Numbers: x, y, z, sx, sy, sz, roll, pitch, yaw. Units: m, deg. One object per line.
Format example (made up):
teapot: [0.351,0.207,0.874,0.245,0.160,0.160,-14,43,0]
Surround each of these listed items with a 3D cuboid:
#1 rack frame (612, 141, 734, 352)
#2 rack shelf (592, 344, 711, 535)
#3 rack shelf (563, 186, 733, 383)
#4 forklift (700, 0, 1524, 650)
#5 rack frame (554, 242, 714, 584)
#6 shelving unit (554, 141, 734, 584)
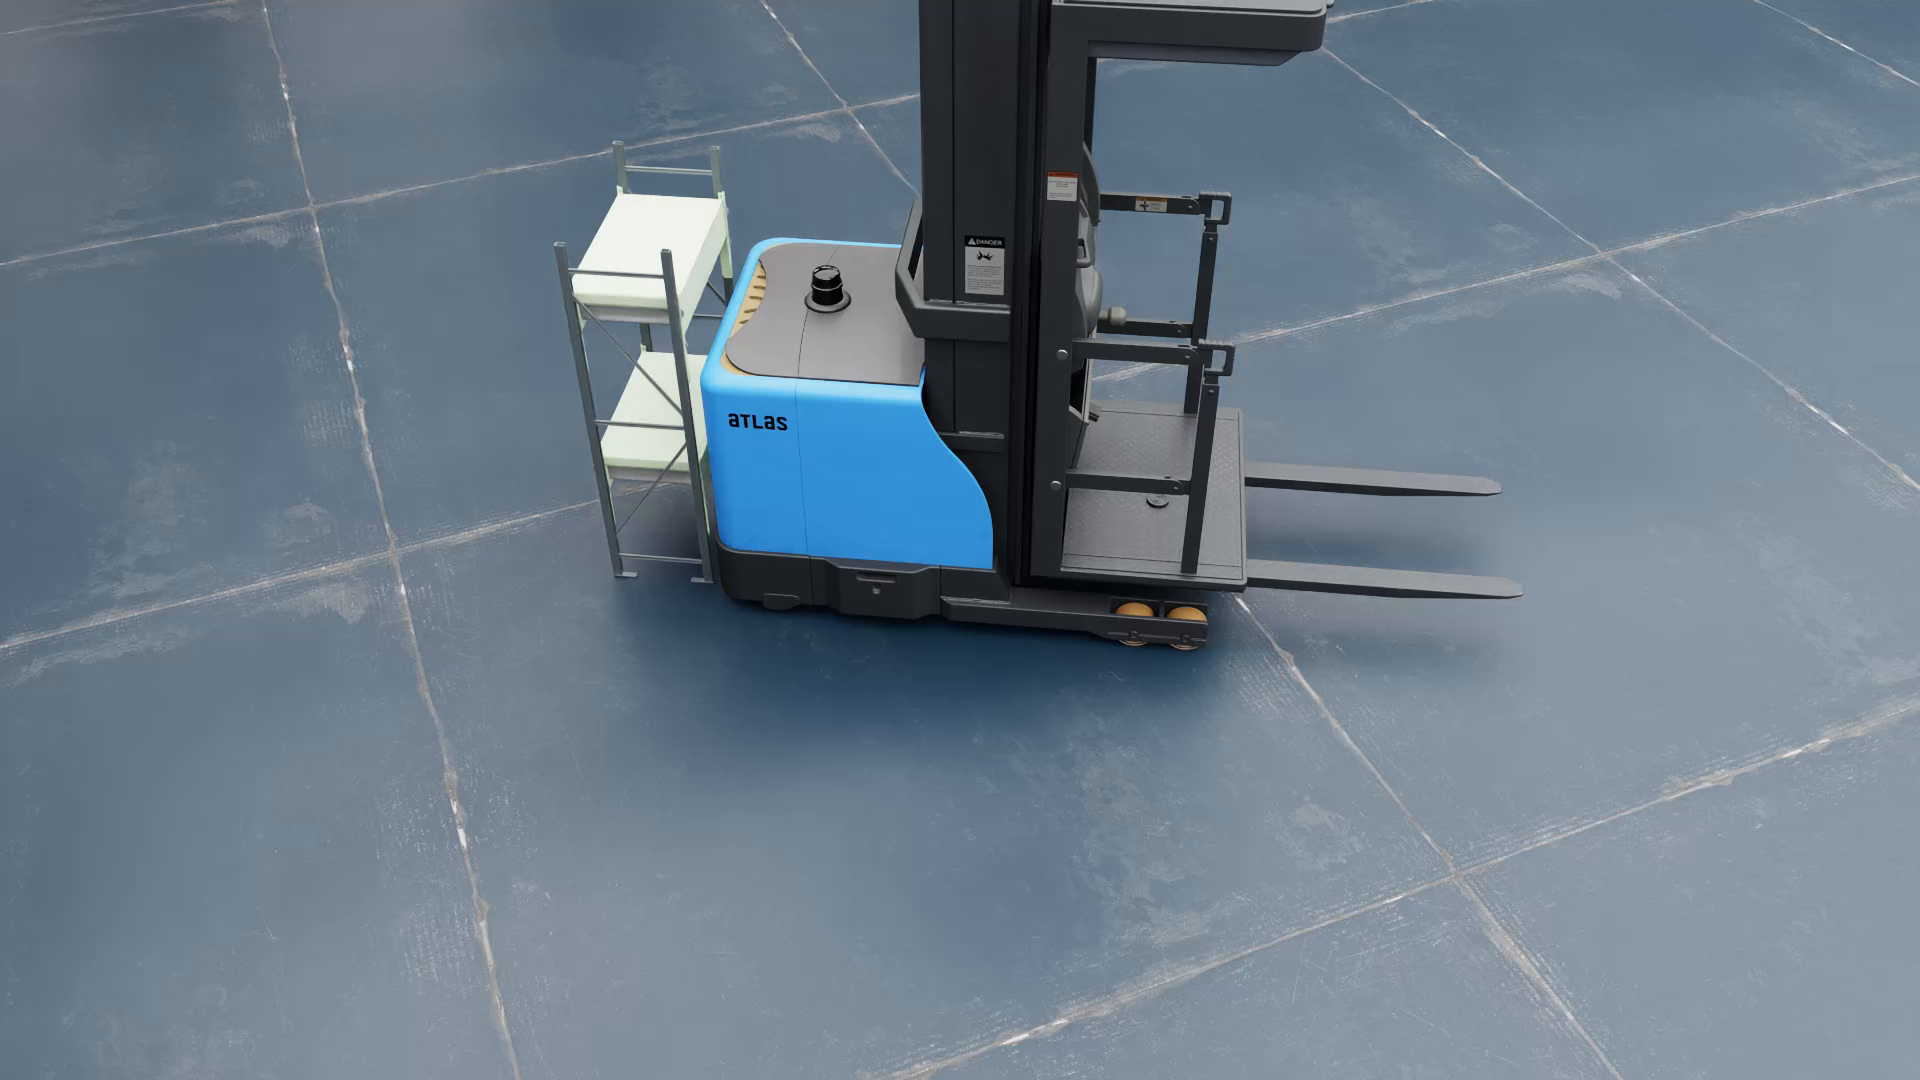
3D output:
rack frame: [-1.088,-0.891,6.636,0.400,1.500,0.023,4,41,5]
rack shelf: [-1.129,-0.407,6.572,0.431,0.370,0.720,4,41,5]
rack shelf: [-1.129,-0.950,6.105,0.431,0.370,0.720,4,41,5]
forklift: [0.627,-1.065,5.741,3.031,2.935,1.130,4,41,5]
rack frame: [-1.170,-0.417,6.084,0.400,1.500,0.023,4,41,5]
shelving unit: [-1.129,-0.654,6.360,0.431,1.500,0.755,4,41,5]
